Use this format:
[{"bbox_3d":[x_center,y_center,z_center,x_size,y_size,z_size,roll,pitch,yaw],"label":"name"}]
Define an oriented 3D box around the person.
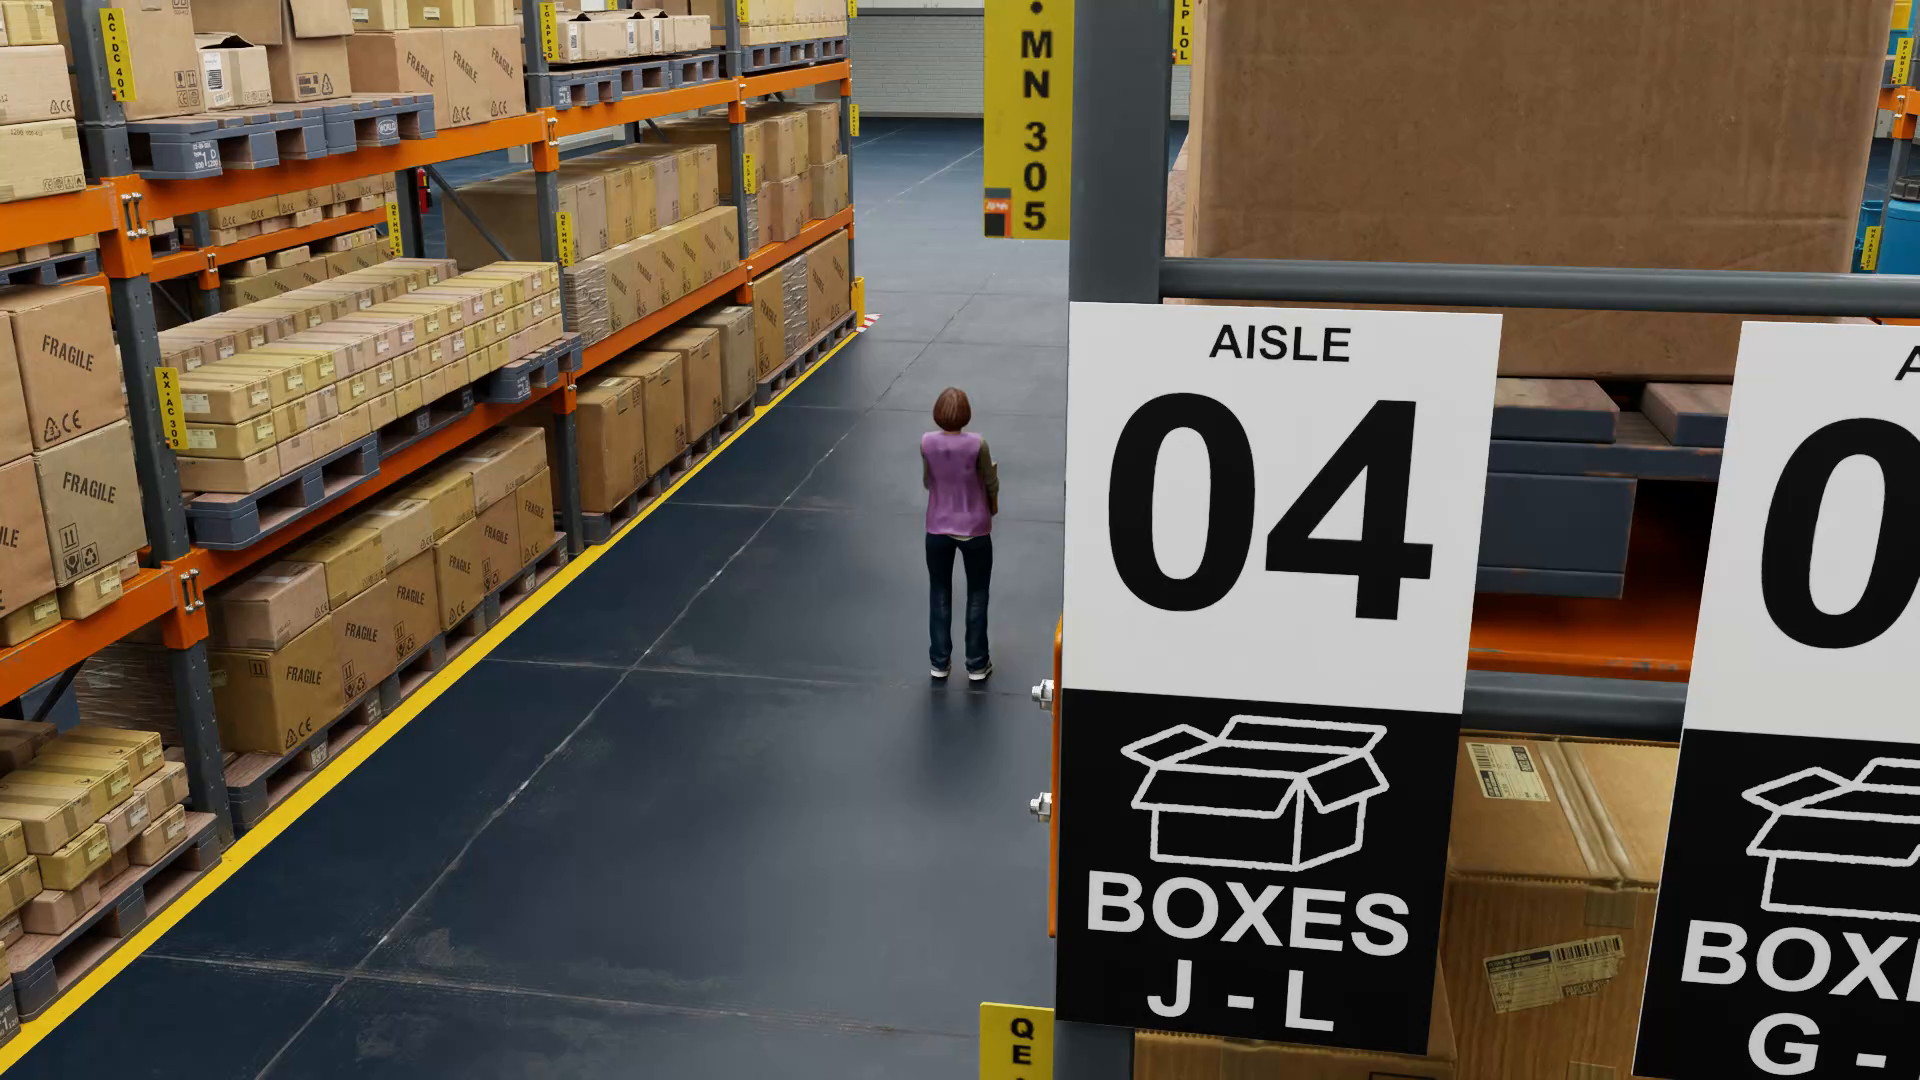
[{"bbox_3d":[0.006,-0.059,8.762,0.405,1.590,0.492,4,19,11],"label":"person"}]
